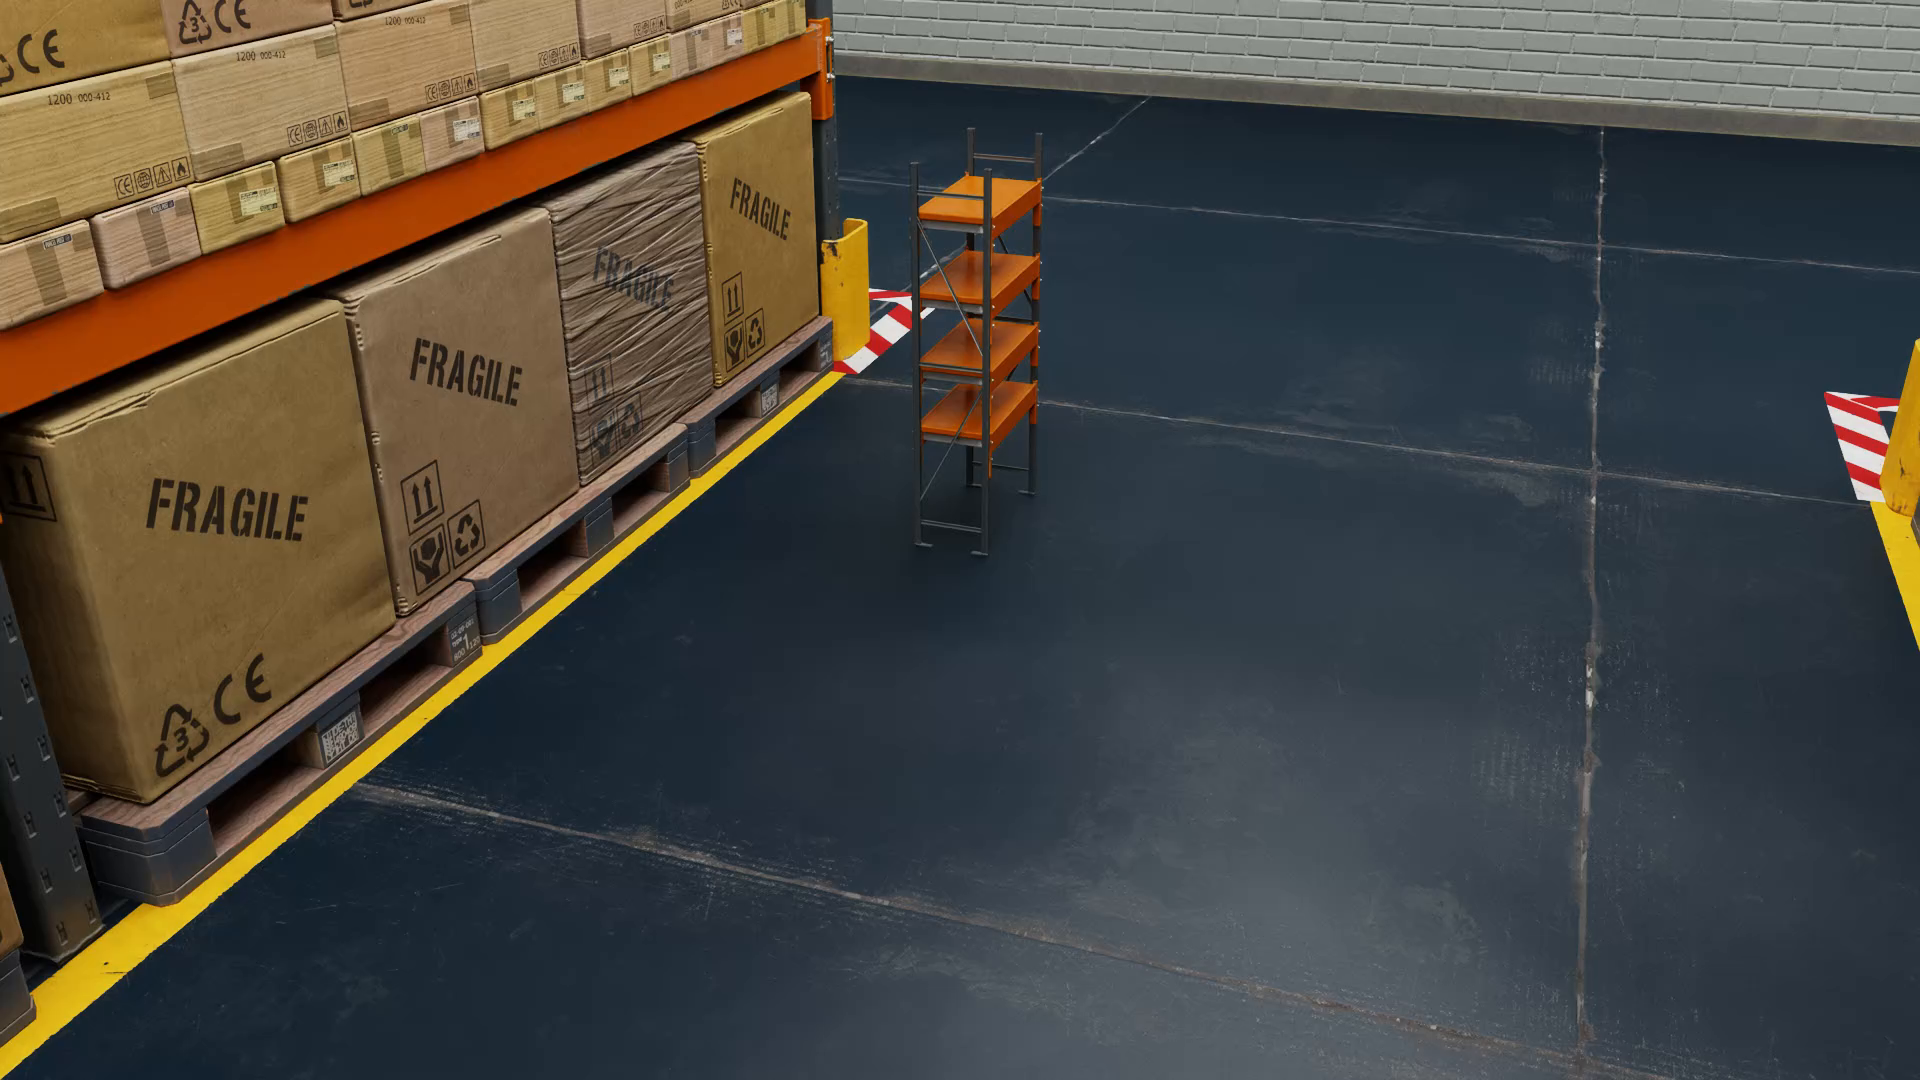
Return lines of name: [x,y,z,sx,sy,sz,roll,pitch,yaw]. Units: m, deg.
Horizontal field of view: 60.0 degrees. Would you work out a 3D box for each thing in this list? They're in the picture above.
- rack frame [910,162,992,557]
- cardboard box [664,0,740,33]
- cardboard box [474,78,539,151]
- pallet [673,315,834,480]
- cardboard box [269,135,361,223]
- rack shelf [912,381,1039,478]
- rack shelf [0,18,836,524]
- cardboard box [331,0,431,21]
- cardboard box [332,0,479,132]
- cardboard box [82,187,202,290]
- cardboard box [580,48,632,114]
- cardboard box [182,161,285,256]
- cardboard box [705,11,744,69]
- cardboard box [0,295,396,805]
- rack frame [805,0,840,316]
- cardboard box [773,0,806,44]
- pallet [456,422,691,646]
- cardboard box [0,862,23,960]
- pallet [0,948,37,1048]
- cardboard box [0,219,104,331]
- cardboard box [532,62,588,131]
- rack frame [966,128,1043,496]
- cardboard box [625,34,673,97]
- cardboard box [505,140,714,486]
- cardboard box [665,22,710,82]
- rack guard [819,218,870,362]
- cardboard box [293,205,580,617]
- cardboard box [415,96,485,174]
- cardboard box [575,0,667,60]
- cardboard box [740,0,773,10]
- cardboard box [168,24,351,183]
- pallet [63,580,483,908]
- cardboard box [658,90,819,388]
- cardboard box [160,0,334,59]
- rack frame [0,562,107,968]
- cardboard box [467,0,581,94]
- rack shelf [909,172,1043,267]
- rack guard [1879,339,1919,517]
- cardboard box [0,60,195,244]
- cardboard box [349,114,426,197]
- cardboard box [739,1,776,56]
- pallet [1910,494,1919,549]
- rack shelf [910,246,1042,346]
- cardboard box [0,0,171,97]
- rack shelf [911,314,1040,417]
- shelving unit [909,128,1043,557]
rack frame: [-0.026,-0.508,4.922,0.240,1.200,0.015,9,27,17]
cardboard box: [-1.056,-1.831,5.420,0.500,0.250,0.500,8,27,17]
cardboard box: [-1.377,-1.168,4.508,0.380,0.149,0.250,8,27,16]
pallet: [-1.168,-0.615,6.279,1.003,0.211,1.213,9,27,17]
cardboard box: [-1.634,-0.851,3.855,0.380,0.149,0.250,8,27,16]
rack shelf: [0.055,-0.369,5.245,0.258,0.148,0.480,9,27,17]
rack shelf: [-1.641,-1.065,4.832,1.077,0.370,4.000,9,27,17]
cardboard box: [-1.566,-1.546,3.971,0.500,0.500,0.500,8,27,16]
cardboard box: [-1.566,-1.205,4.128,0.500,0.250,0.500,9,27,19]
cardboard box: [-1.807,-0.635,3.407,0.380,0.149,0.250,8,27,16]
cardboard box: [-1.208,-1.377,4.939,0.380,0.149,0.250,9,27,18]
cardboard box: [-1.720,-0.743,3.631,0.380,0.149,0.250,10,27,19]
cardboard box: [-0.953,-1.693,5.592,0.380,0.149,0.250,9,27,18]
cardboard box: [-2.011,-0.059,3.886,0.875,0.875,0.875,9,27,17]
rack frame: [-0.975,-2.210,6.373,1.000,3.000,0.127,9,27,17]
cardboard box: [-0.783,-1.903,6.027,0.380,0.149,0.250,9,27,18]
pallet: [-1.575,-0.116,5.247,1.003,0.211,1.213,9,27,17]
cardboard box: [-2.501,0.467,2.800,1.225,0.875,0.875,9,27,18]
pallet: [-2.492,1.016,2.908,1.003,0.211,1.213,9,27,17]
cardboard box: [-1.894,-0.527,3.184,0.380,0.149,0.250,9,27,18]
cardboard box: [-1.292,-1.275,4.730,0.380,0.149,0.250,9,27,18]
rack frame: [0.136,-0.708,5.336,0.240,1.200,0.015,9,27,17]
cardboard box: [-1.122,-1.483,5.160,0.380,0.149,0.250,8,27,16]
cardboard box: [-1.416,-0.795,5.405,0.875,0.875,0.875,9,27,17]
cardboard box: [-1.037,-1.590,5.381,0.380,0.149,0.250,9,27,18]
rack guard: [-0.967,-1.095,6.938,1.175,0.500,0.348,9,27,17]
cardboard box: [-1.712,-0.429,4.650,0.875,0.875,0.875,9,27,17]
cardboard box: [-1.464,-1.060,4.285,0.380,0.149,0.250,9,27,18]
cardboard box: [-1.225,-1.622,4.988,0.500,0.250,0.500,8,27,16]
cardboard box: [-0.886,-2.039,5.850,0.500,0.250,0.500,8,27,17]
cardboard box: [-1.733,-0.992,3.687,0.500,0.250,0.500,9,27,17]
pallet: [-1.980,0.387,4.208,1.003,0.211,1.213,9,27,17]
cardboard box: [-1.113,-1.169,6.178,0.875,0.875,0.875,9,27,17]
cardboard box: [-1.735,-1.332,3.528,0.500,0.500,0.500,9,27,17]
rack frame: [-2.307,-0.567,2.978,1.000,3.000,0.127,9,27,17]
cardboard box: [-1.394,-1.407,4.545,0.500,0.250,0.500,9,27,18]
rack shelf: [0.055,-0.962,4.958,0.258,0.148,0.480,9,27,17]
rack guard: [3.643,-0.293,5.282,1.175,0.500,0.348,9,27,17]
cardboard box: [-1.903,-0.788,3.266,0.500,0.250,0.500,8,27,16]
cardboard box: [-1.549,-0.957,4.072,0.380,0.149,0.250,8,27,17]
cardboard box: [-0.868,-1.796,5.806,0.380,0.149,0.250,9,27,18]
pallet: [3.339,0.165,4.666,1.003,0.211,1.213,9,27,17]
rack shelf: [0.055,-0.749,5.061,0.258,0.148,0.480,9,27,17]
cardboard box: [-1.906,-1.130,3.113,0.500,0.500,0.500,9,27,17]
rack shelf: [0.055,-0.548,5.158,0.258,0.148,0.480,9,27,17]
shelving unit: [0.055,-0.608,5.129,0.258,1.200,0.503,9,27,17]
